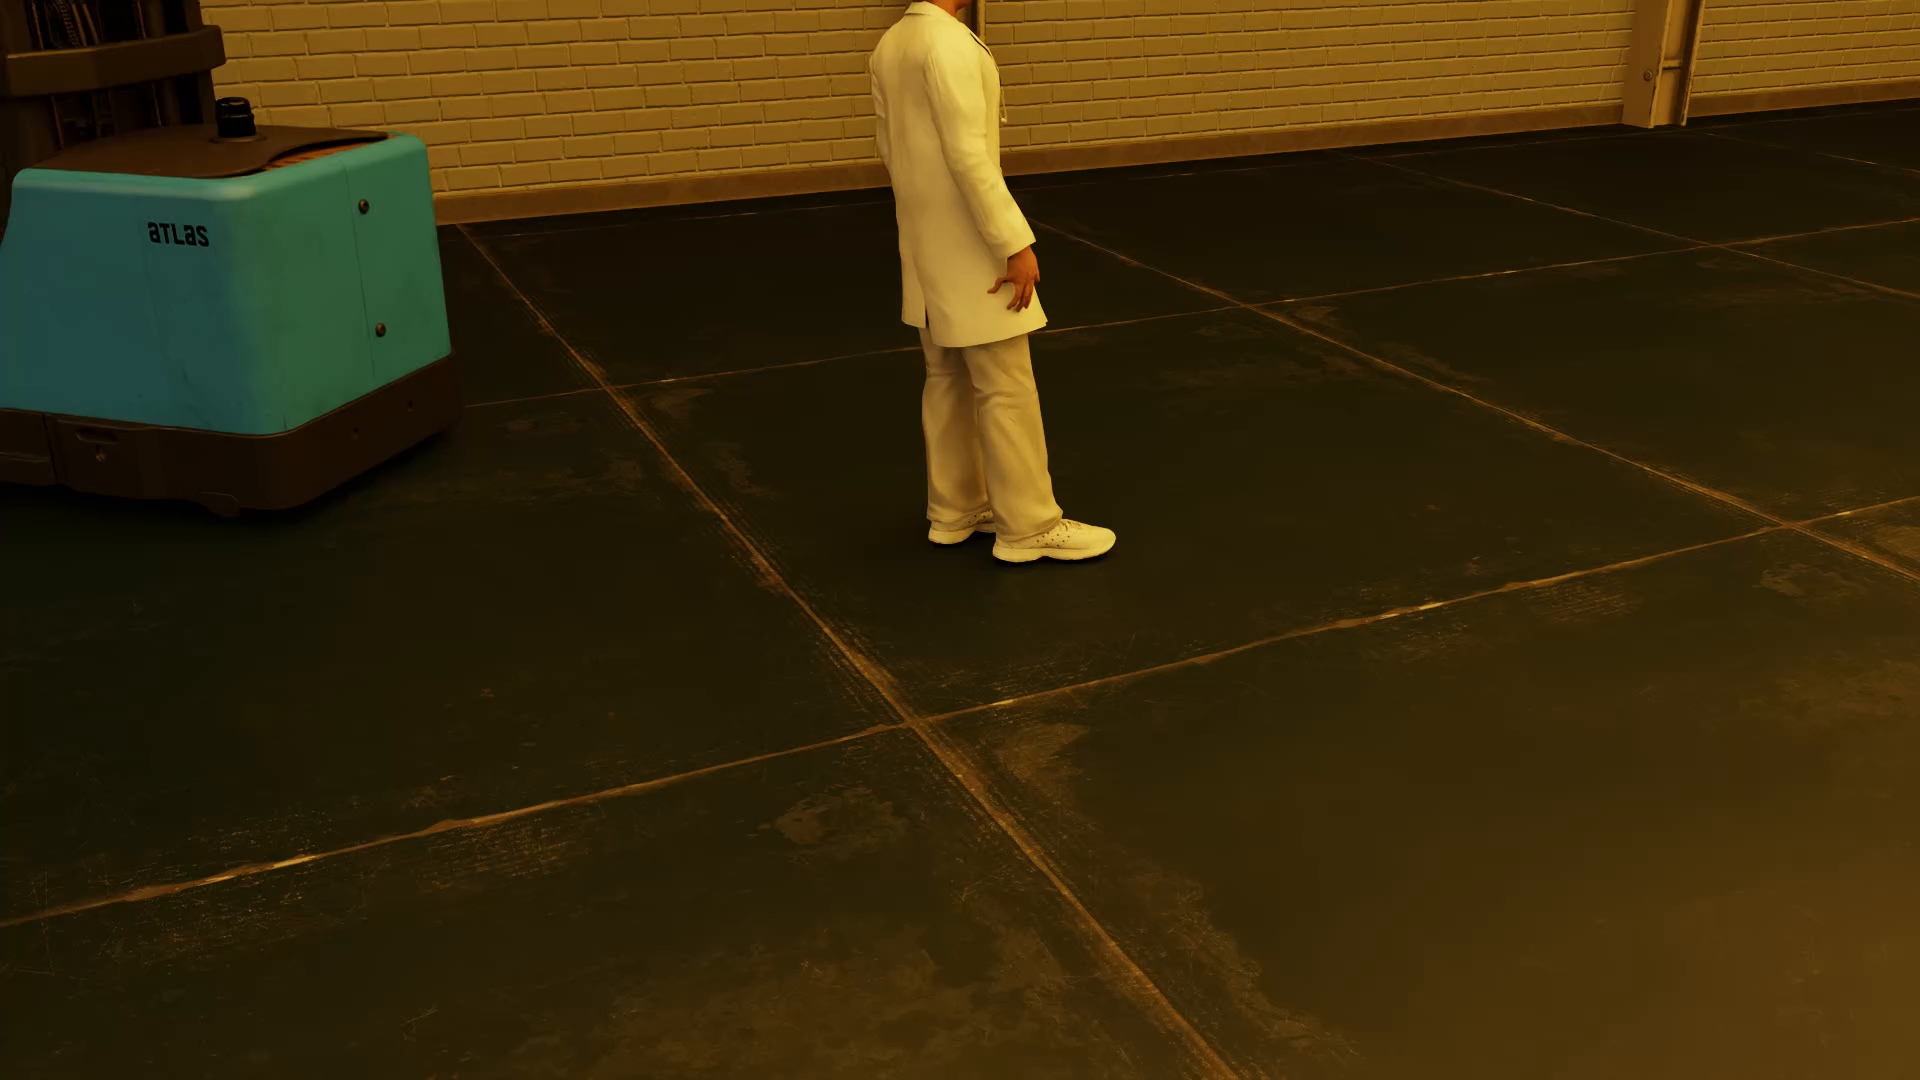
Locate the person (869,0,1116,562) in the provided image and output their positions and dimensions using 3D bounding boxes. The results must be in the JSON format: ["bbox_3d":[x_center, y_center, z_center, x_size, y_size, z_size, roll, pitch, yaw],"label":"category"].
[{"bbox_3d":[0.085,-0.841,4.796,0.578,1.777,0.696,-10,25,-23],"label":"person"}]

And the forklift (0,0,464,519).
[{"bbox_3d":[-3.362,-1.731,5.452,3.031,2.935,1.130,7,23,16],"label":"forklift"}]
